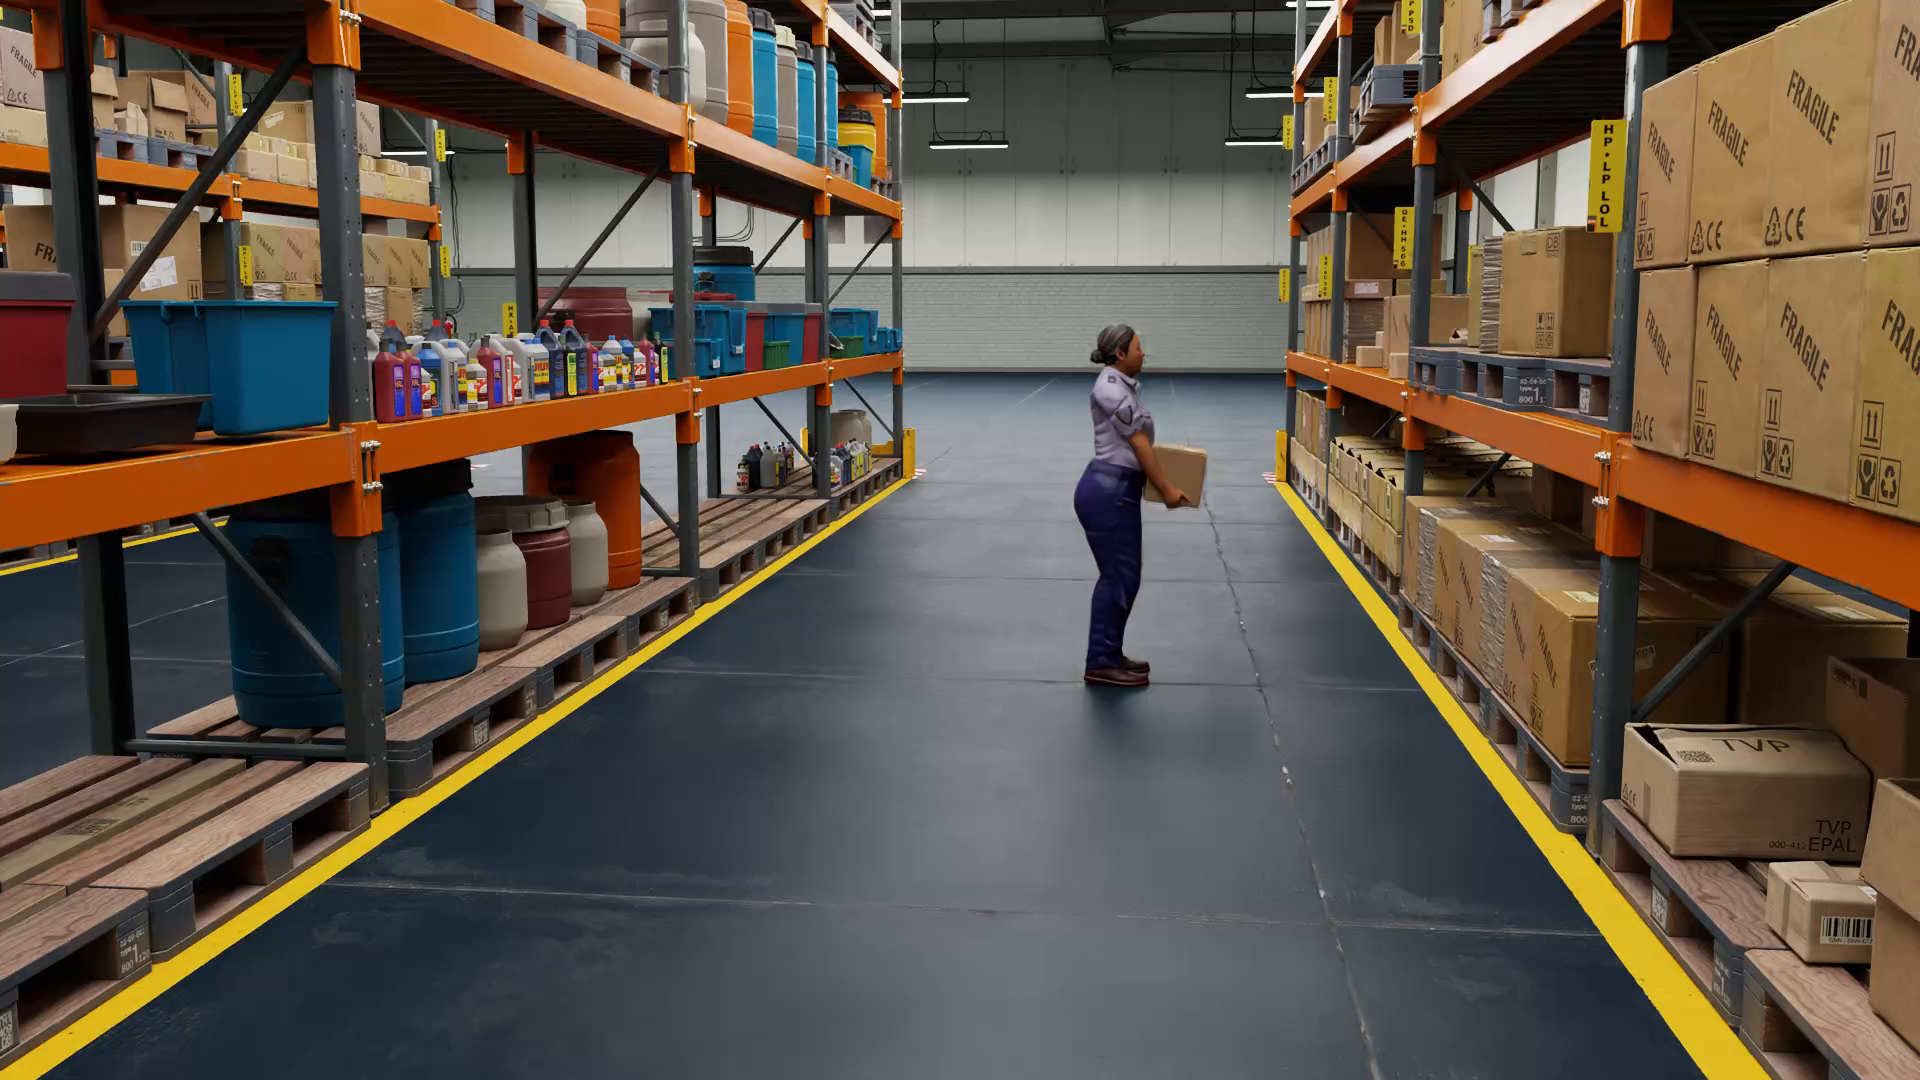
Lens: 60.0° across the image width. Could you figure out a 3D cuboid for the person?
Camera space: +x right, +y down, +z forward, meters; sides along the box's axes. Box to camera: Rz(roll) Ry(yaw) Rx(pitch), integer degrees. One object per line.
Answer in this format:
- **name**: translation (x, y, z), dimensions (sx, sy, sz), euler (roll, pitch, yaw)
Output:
- **person**: translation (0.790, -0.170, 7.648), dimensions (0.529, 1.647, 0.435), euler (1, 8, 5)
